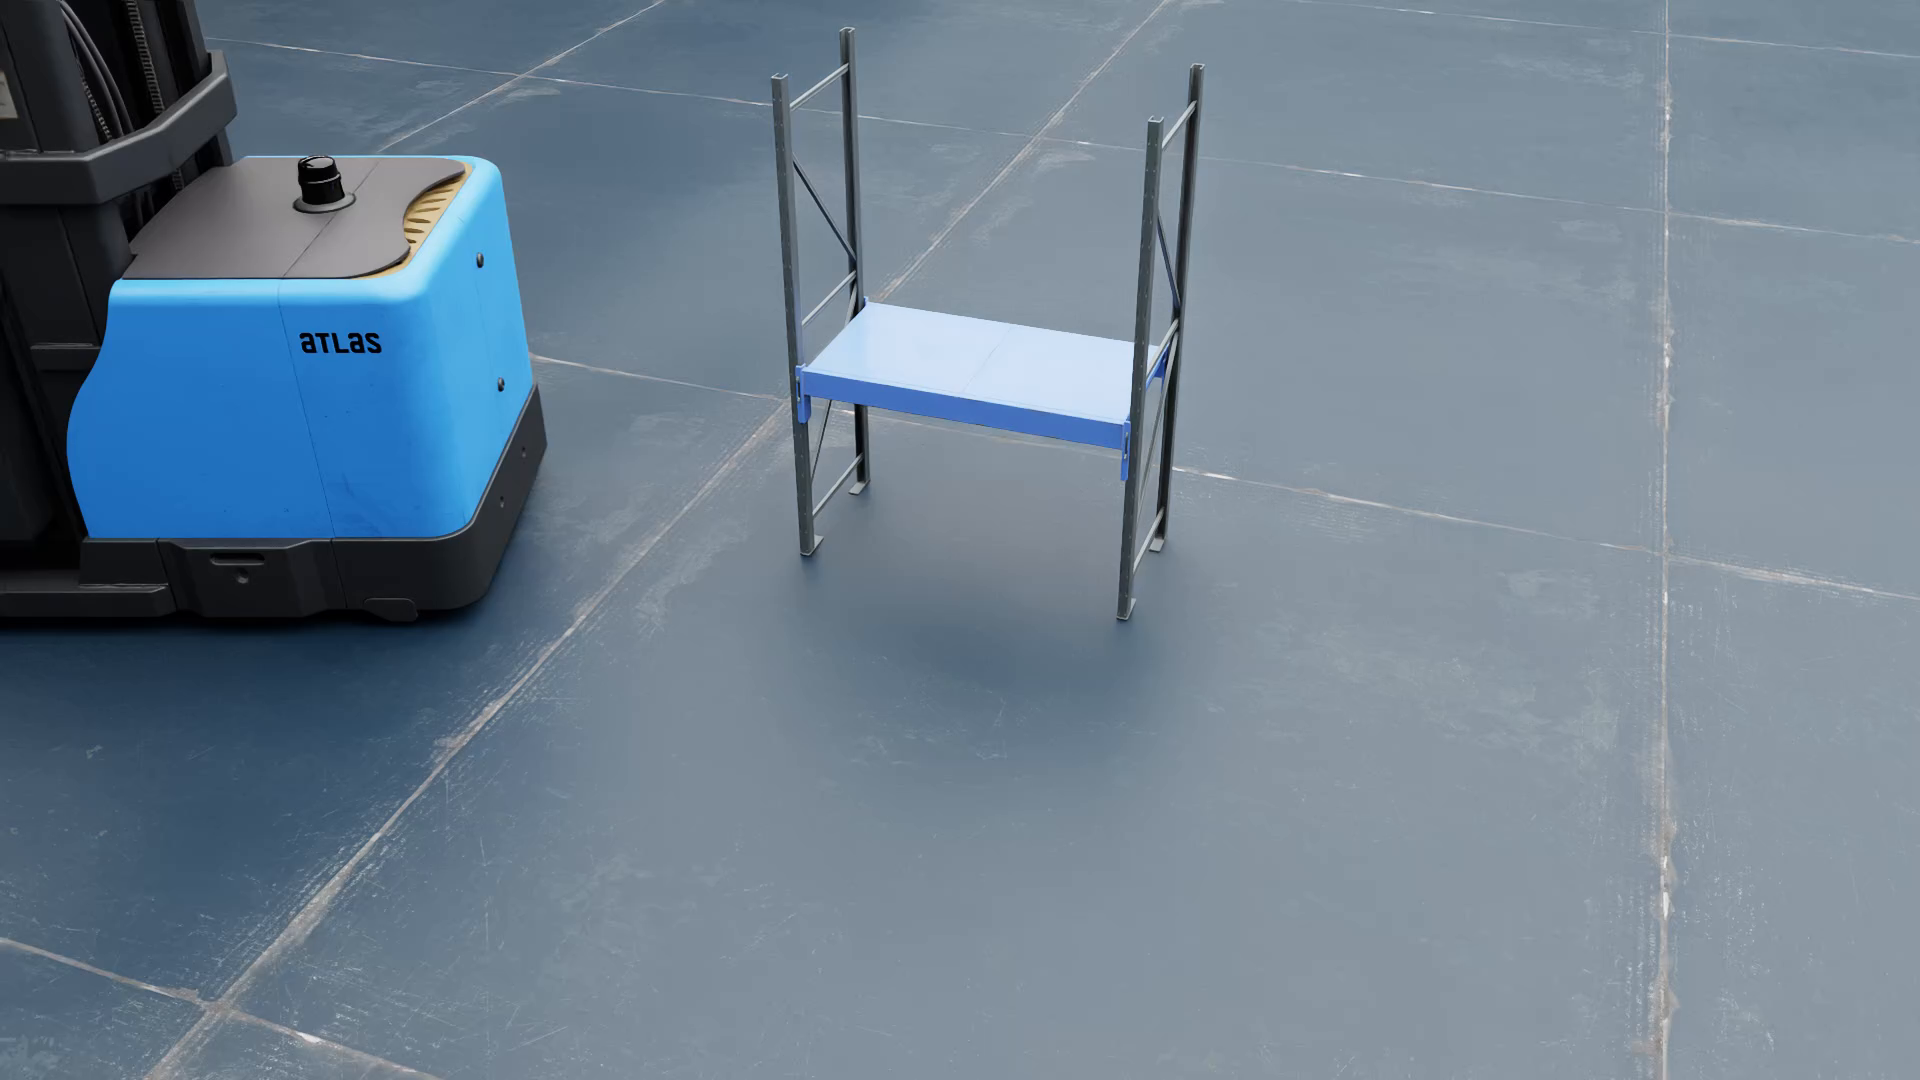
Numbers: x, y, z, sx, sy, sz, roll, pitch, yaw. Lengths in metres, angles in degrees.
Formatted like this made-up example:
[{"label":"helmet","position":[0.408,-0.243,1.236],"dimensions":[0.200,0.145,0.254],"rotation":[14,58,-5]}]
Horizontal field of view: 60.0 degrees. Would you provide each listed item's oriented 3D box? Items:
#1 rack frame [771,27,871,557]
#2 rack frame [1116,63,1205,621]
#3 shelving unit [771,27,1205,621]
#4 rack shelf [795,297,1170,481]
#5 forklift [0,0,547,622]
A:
[{"label":"rack frame","position":[-0.398,-0.708,4.963],"dimensions":[0.032,1.500,0.500],"rotation":[11,34,16]},{"label":"rack frame","position":[0.559,-0.521,4.675],"dimensions":[0.032,1.500,0.500],"rotation":[11,34,16]},{"label":"shelving unit","position":[0.080,-0.614,4.819],"dimensions":[1.048,1.500,0.538],"rotation":[11,34,16]},{"label":"rack shelf","position":[0.080,-0.463,4.917],"dimensions":[1.000,0.185,0.538],"rotation":[11,34,16]},{"label":"forklift","position":[-2.905,-1.252,4.487],"dimensions":[3.031,2.935,1.130],"rotation":[0,33,0]}]
